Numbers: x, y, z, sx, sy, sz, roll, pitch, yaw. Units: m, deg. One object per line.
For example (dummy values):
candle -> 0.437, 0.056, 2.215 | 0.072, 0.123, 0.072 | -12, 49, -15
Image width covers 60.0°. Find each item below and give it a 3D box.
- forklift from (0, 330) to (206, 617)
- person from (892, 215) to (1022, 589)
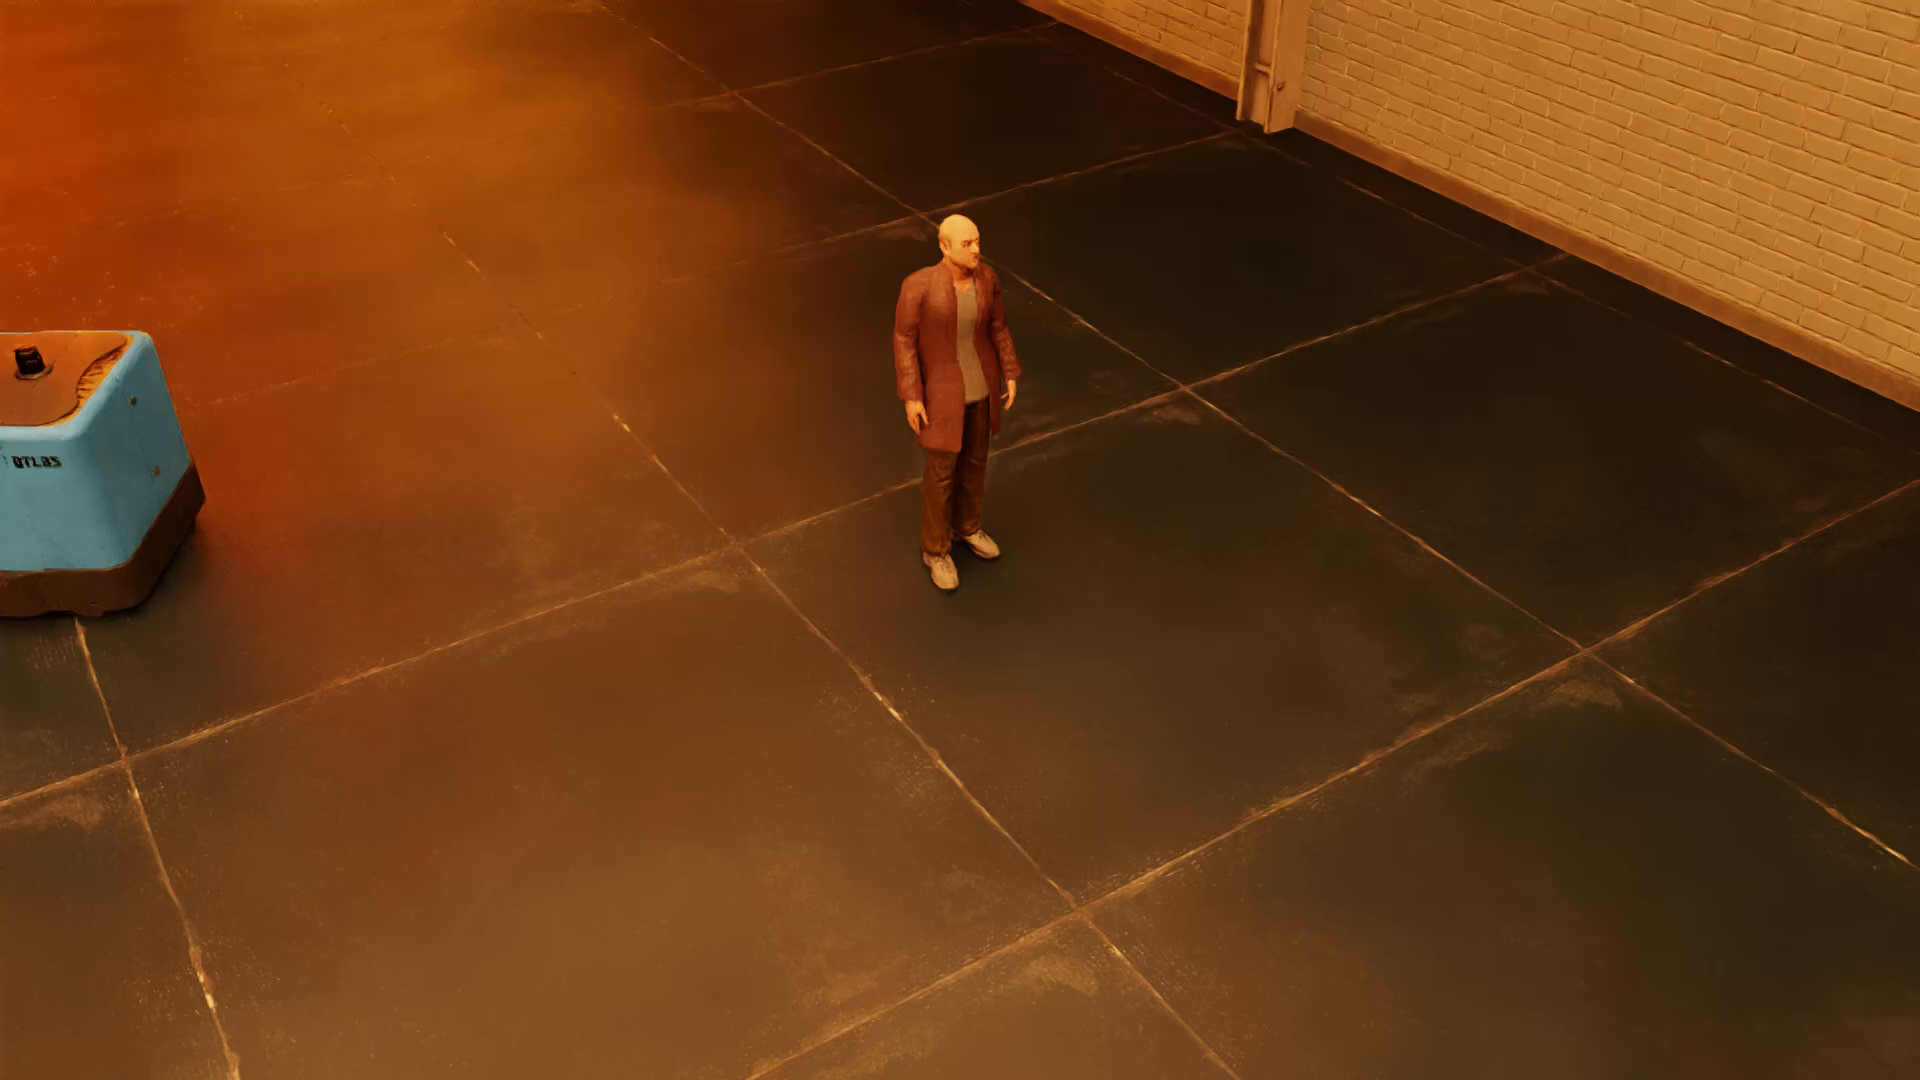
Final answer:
forklift -> -5.524, -1.074, 7.676 | 3.031, 2.935, 1.130 | -1, 35, -2
person -> 0.046, -0.687, 8.117 | 0.694, 1.776, 0.580 | -21, 40, -27
